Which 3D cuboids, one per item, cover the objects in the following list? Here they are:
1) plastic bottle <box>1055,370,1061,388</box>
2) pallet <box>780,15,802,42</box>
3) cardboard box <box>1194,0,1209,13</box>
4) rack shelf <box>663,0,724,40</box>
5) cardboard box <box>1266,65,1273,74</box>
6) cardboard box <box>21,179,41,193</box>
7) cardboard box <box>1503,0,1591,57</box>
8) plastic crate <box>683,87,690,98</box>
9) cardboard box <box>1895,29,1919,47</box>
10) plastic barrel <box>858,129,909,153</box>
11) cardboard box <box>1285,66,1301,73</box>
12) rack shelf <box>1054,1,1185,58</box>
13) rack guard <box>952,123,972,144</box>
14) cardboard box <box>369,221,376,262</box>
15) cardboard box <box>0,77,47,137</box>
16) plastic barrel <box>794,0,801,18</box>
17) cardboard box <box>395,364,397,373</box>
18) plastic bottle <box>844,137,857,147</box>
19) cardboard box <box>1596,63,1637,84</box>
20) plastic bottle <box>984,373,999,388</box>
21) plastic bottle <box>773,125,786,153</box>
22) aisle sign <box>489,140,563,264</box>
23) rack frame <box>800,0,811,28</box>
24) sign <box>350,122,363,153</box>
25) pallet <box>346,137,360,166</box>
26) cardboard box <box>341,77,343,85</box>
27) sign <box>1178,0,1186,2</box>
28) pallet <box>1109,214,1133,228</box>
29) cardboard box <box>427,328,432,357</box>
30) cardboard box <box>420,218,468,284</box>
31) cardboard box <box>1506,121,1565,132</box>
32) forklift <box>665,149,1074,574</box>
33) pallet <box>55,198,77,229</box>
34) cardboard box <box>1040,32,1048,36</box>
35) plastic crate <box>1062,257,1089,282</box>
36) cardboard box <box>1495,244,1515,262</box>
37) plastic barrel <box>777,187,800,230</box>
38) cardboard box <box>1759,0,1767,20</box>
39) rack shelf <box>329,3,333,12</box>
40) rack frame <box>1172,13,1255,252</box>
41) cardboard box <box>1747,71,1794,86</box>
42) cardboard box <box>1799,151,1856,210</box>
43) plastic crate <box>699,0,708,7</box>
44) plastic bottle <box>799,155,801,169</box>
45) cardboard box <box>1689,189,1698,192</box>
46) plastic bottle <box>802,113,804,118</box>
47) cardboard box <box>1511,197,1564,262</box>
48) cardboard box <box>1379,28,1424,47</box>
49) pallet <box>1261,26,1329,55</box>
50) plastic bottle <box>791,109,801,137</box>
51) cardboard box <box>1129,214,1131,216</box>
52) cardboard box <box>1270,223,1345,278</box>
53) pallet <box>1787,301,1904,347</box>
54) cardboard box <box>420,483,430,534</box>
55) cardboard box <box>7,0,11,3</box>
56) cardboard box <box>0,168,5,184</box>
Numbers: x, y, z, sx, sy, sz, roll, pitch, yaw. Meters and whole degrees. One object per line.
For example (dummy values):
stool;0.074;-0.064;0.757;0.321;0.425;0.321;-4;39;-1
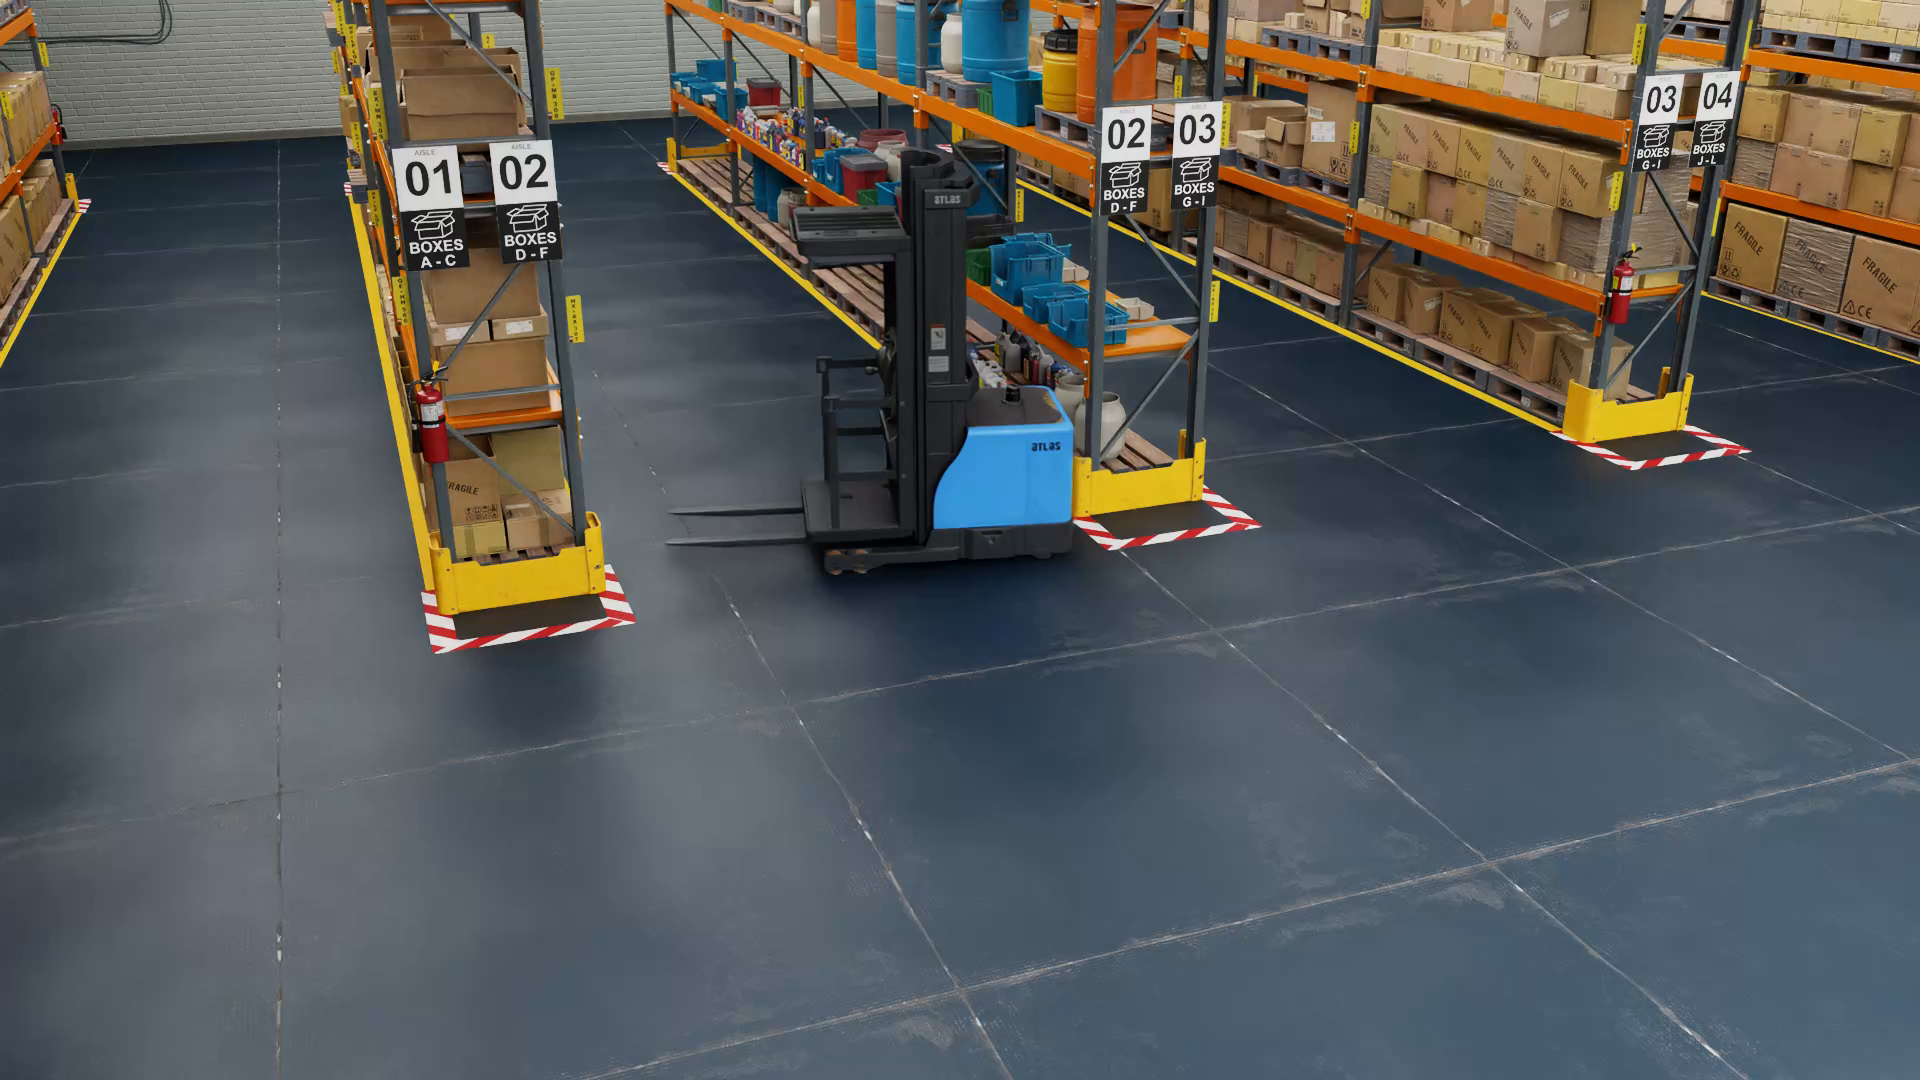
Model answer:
plastic bottle;0.939;-1.491;15.585;0.097;0.201;0.097;0;23;0
pallet;-1.526;-6.172;20.037;1.003;0.211;1.213;-8;24;-19
cardboard box;3.212;-6.718;20.316;0.500;0.500;0.500;-8;24;-18
rack shelf;-3.467;-7.817;24.621;1.077;0.370;4.000;-8;24;-19
cardboard box;5.471;-8.075;28.493;0.380;0.149;0.250;-9;24;-20
cardboard box;-12.331;-4.645;21.876;0.380;0.149;0.250;-9;24;-20
cardboard box;5.328;-4.683;15.105;0.500;0.500;0.500;-8;24;-19
plastic crate;-4.118;-6.890;25.620;0.250;0.136;0.298;-8;24;-19
cardboard box;9.816;-5.137;16.992;0.380;0.149;0.250;-8;24;-18
plastic barrel;-0.900;-4.521;19.564;0.600;0.536;0.708;-8;24;-19
cardboard box;5.757;-8.053;27.605;0.500;0.500;0.500;-8;24;-19
rack shelf;2.580;-7.043;22.785;1.077;0.370;4.000;-8;24;-19
rack guard;0.452;-7.029;28.907;1.175;0.500;0.348;-8;24;-19
cardboard box;-6.906;-3.644;20.309;0.500;0.500;0.500;-9;25;-21
cardboard box;-12.984;-5.825;22.445;0.980;0.700;0.700;-9;24;-19
plastic barrel;-1.863;-6.467;20.131;0.301;0.262;0.301;0;23;0
cardboard box;-4.987;-1.492;15.550;0.500;0.250;0.500;-9;24;-20
plastic bottle;-1.361;-4.898;20.793;0.152;0.276;0.135;-8;24;-19
cardboard box;5.741;-4.024;14.377;0.380;0.149;0.250;-9;25;-21
plastic bottle;0.308;-1.380;15.225;0.152;0.276;0.135;-9;24;-20
plastic bottle;-2.310;-5.130;21.247;0.144;0.351;0.185;-8;24;-19
aisle sign;-2.846;-2.217;10.924;0.394;0.787;0.004;-8;24;-19
rack frame;-1.347;-7.350;18.727;1.000;3.000;0.127;-8;24;-19
sign;-6.487;-4.327;17.888;0.100;0.325;0.005;-8;24;-19
pallet;-7.215;-4.967;21.044;1.003;0.211;1.213;-8;24;-19
cardboard box;-8.711;-6.476;24.248;0.500;0.500;0.500;-9;24;-20
sign;2.765;-6.849;20.632;0.100;0.325;0.005;-8;24;-19
pallet;2.651;-4.720;23.800;1.003;0.211;1.213;-8;24;-19
cardboard box;-3.859;-1.780;13.107;0.700;0.500;0.500;-8;24;-17
cardboard box;-3.697;-2.209;12.453;0.700;0.500;0.500;-8;24;-19
cardboard box;5.643;-3.785;16.192;0.500;0.500;0.500;-8;24;-19
forklift;-0.709;-1.318;12.227;3.031;2.935;1.130;-3;23;-7
pallet;-13.086;-4.569;23.441;1.003;0.211;1.213;-8;24;-19
cardboard box;1.589;-7.710;26.148;0.500;0.500;0.500;-9;25;-21
plastic crate;0.877;-2.456;15.177;0.530;0.136;0.437;-8;24;-19
cardboard box;5.362;-2.770;15.907;0.380;0.149;0.250;-8;24;-19
plastic barrel;-2.218;-4.412;22.141;0.421;0.512;0.421;0;23;0
cardboard box;9.396;-6.269;19.528;0.258;0.266;0.396;-9;24;-20
rack shelf;-8.102;-7.138;23.012;1.077;0.370;4.000;-8;24;-19
rack frame;3.287;-5.265;21.504;1.000;3.000;0.127;-8;24;-19
cardboard box;12.149;-6.928;24.997;0.500;0.250;0.500;-8;24;-19
cardboard box;9.813;-3.983;18.269;0.875;0.550;0.550;-8;24;-19
plastic crate;-3.565;-7.710;23.781;0.293;0.136;0.466;-8;24;-19
plastic bottle;-1.913;-4.627;20.246;0.097;0.201;0.097;0;23;0
cardboard box;8.735;-4.177;21.277;1.050;0.750;0.750;-8;24;-19
plastic bottle;-2.064;-5.660;22.505;0.144;0.351;0.185;-8;24;-19
cardboard box;5.655;-2.911;15.405;0.875;0.500;0.500;-8;24;-19
cardboard box;4.526;-5.149;17.045;0.380;0.149;0.250;-9;24;-21
pallet;4.212;-5.723;18.970;1.213;0.211;1.003;-8;24;-19
plastic bottle;-2.199;-5.640;22.458;0.144;0.351;0.185;-8;24;-19
cardboard box;2.755;-5.058;23.208;1.225;0.875;0.875;-8;24;-19
cardboard box;4.154;-3.468;19.892;0.700;0.500;0.500;-11;25;-24
pallet;10.006;-2.440;18.391;1.003;0.211;1.213;-8;24;-19
cardboard box;-3.810;-0.262;12.632;0.500;0.250;0.500;-8;24;-19
cardboard box;-12.561;-7.079;21.469;0.500;0.250;0.500;-9;25;-21
cardboard box;-11.335;-4.213;19.304;0.380;0.149;0.250;-8;24;-19
